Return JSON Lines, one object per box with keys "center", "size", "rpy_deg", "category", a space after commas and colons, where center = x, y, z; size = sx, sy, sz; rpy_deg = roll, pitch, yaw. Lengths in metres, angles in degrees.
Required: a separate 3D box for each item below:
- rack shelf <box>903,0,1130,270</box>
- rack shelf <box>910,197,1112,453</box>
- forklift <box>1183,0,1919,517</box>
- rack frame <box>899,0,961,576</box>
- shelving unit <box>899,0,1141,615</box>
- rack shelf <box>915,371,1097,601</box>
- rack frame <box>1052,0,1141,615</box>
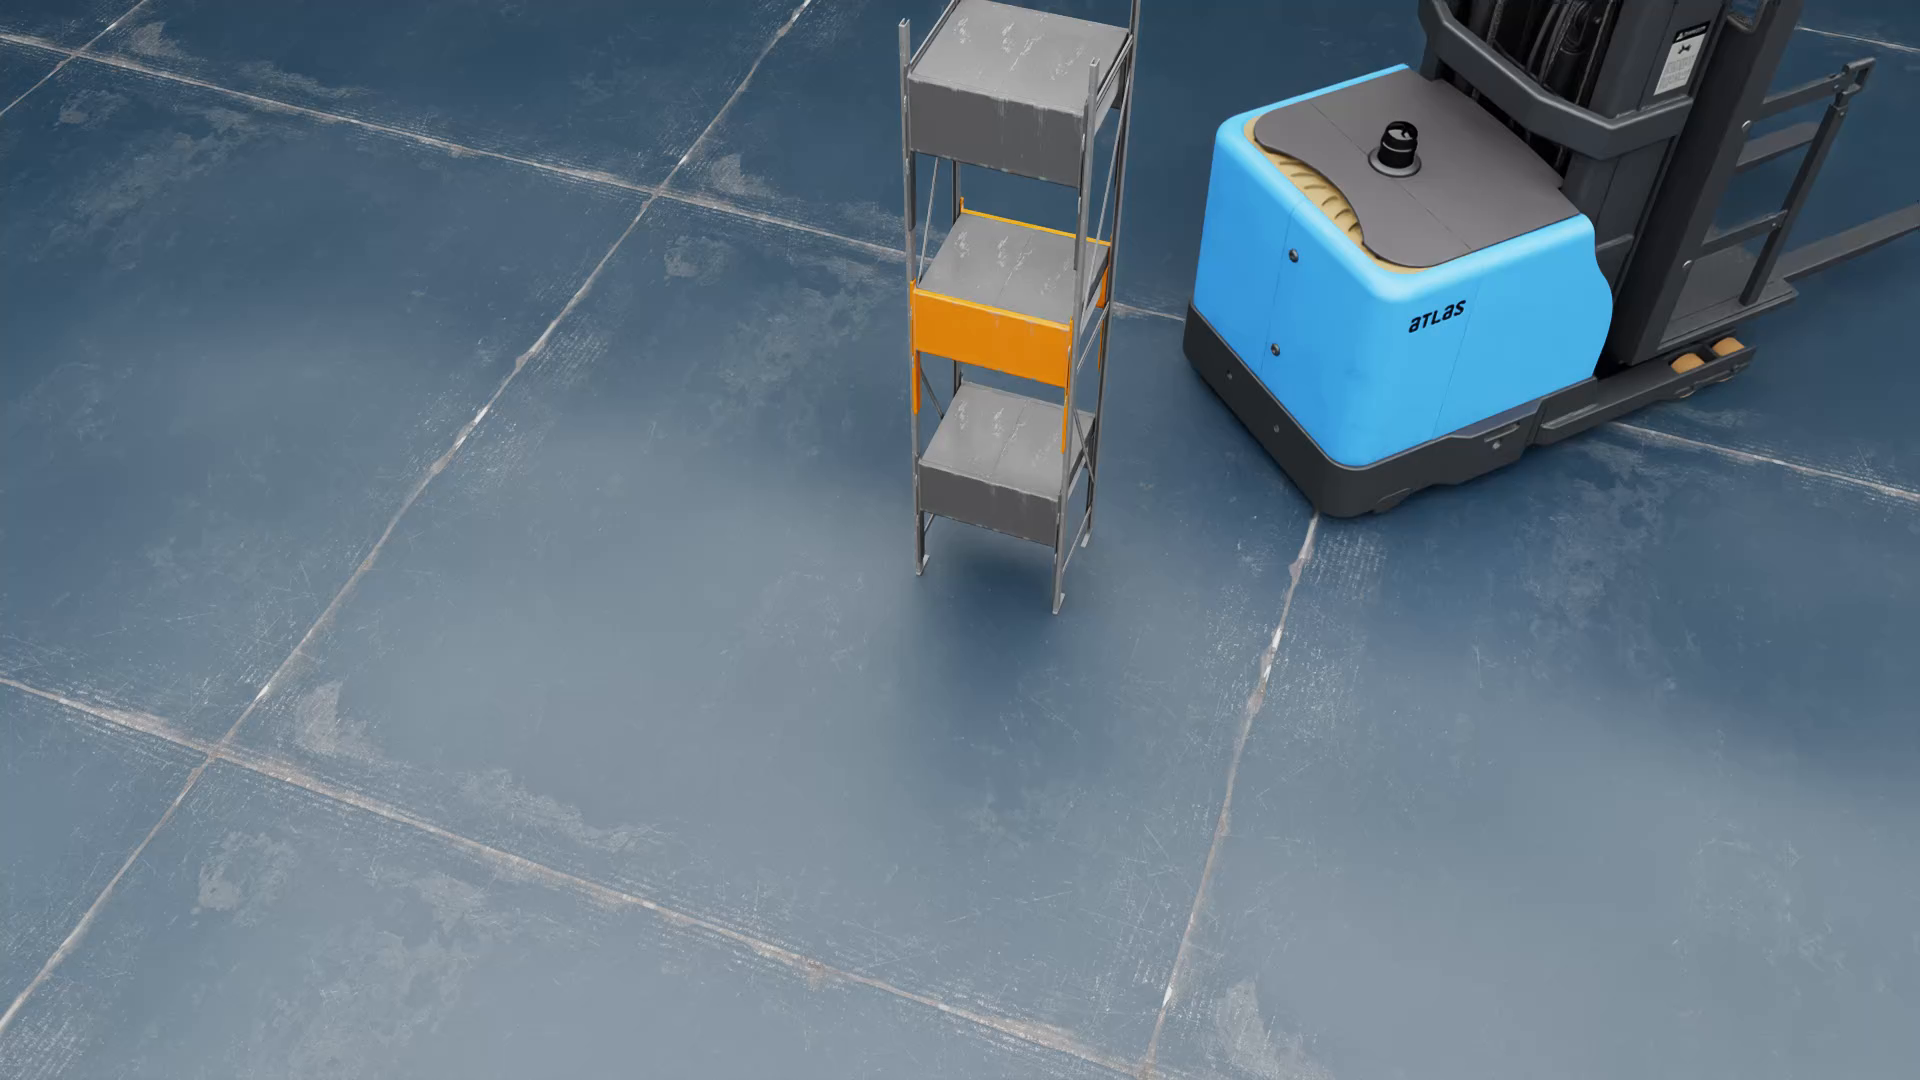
{"center": [0.155, -1.094, 4.400], "size": [0.480, 0.518, 0.431], "rpy_deg": [16, 51, 13], "category": "rack shelf"}
{"center": [0.155, -0.635, 4.929], "size": [0.480, 0.518, 0.431], "rpy_deg": [16, 51, 13], "category": "rack shelf"}
{"center": [2.394, -1.829, 5.395], "size": [3.031, 2.935, 1.130], "rpy_deg": [-21, 52, -17], "category": "forklift"}
{"center": [-0.074, -0.708, 4.974], "size": [0.015, 2.100, 0.400], "rpy_deg": [16, 51, 13], "category": "rack frame"}
{"center": [0.155, -0.644, 4.919], "size": [0.503, 2.100, 0.431], "rpy_deg": [16, 51, 13], "category": "shelving unit"}
{"center": [0.155, -0.177, 5.458], "size": [0.480, 0.518, 0.431], "rpy_deg": [16, 51, 13], "category": "rack shelf"}
{"center": [0.384, -0.580, 4.864], "size": [0.015, 2.100, 0.400], "rpy_deg": [16, 51, 13], "category": "rack frame"}
